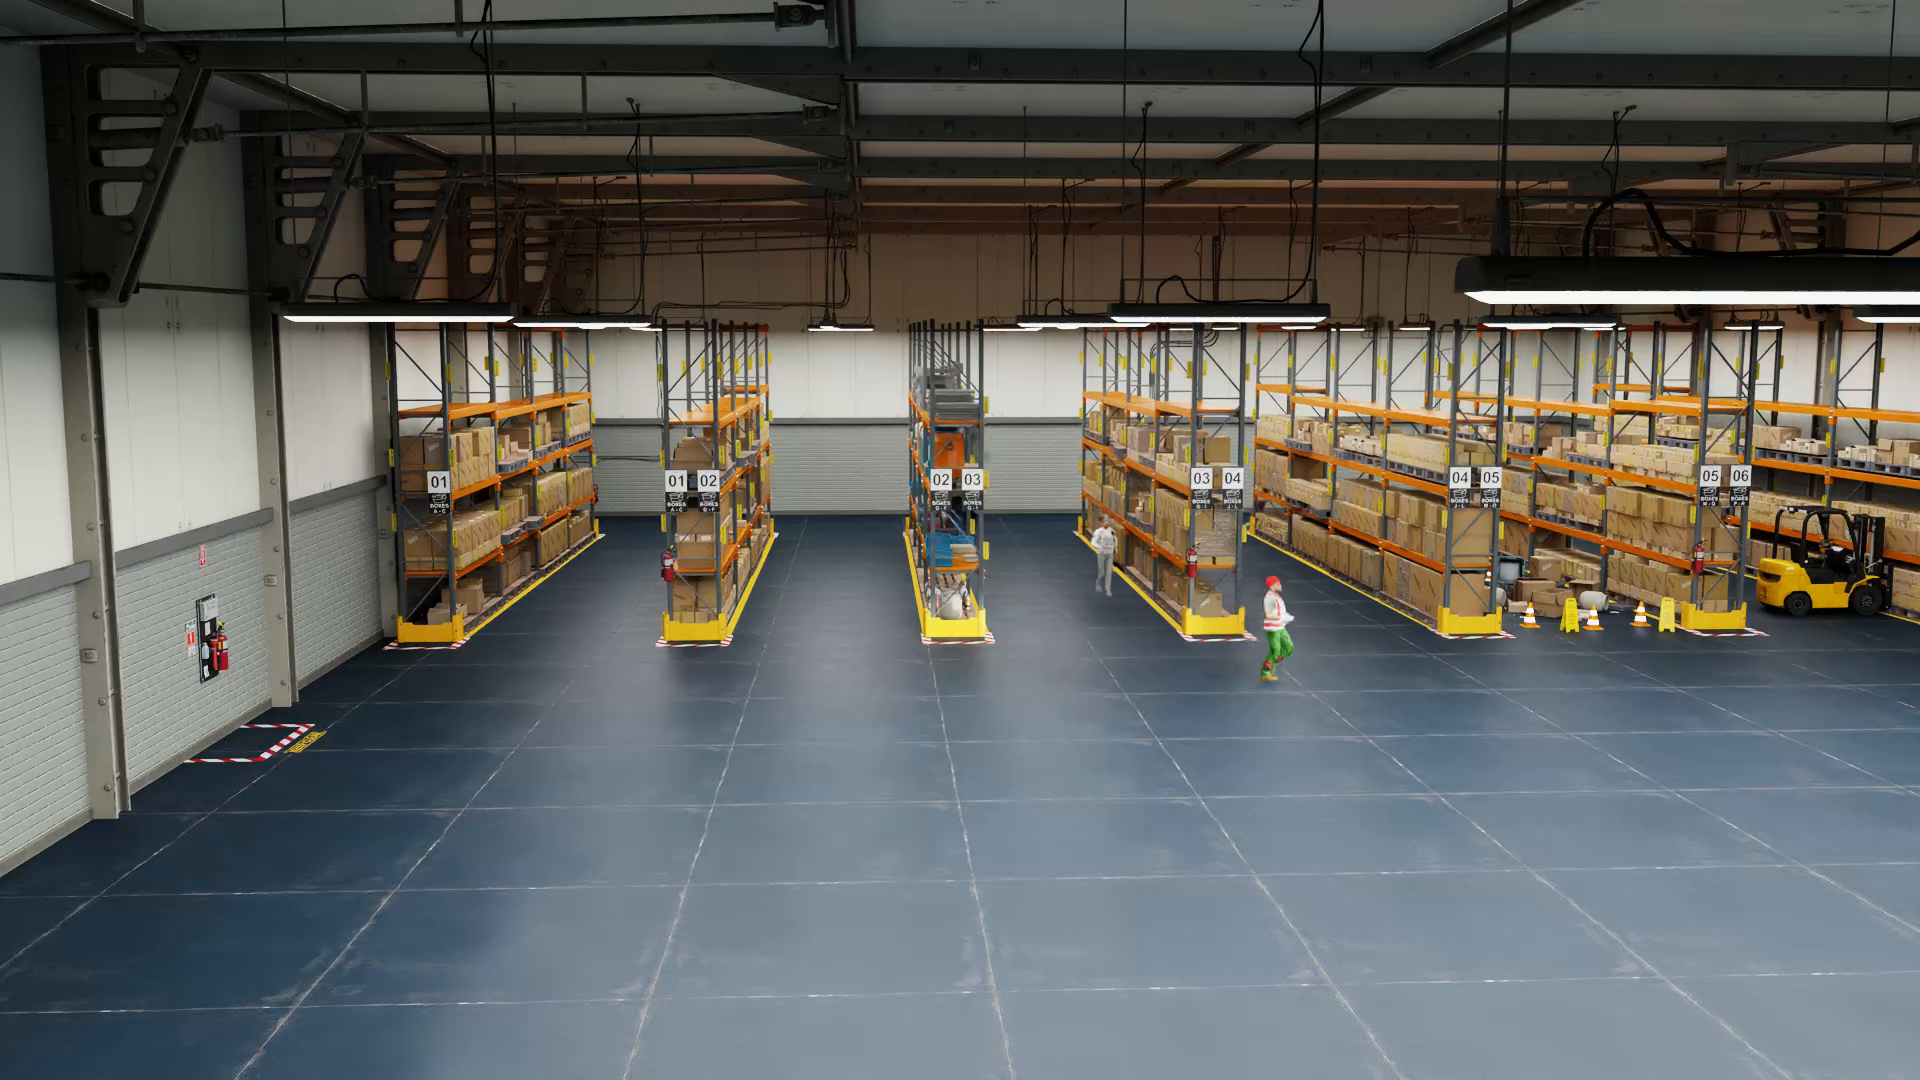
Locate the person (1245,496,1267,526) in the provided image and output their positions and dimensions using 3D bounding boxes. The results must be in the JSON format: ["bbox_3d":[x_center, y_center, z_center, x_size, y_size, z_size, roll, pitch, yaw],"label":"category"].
[{"bbox_3d":[8.850,-1.191,49.259,0.930,1.612,0.624,4,8,28],"label":"person"}]

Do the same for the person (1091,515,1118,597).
[{"bbox_3d":[3.045,0.307,34.638,0.618,1.675,0.803,-2,7,-13],"label":"person"}]

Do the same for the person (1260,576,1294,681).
[{"bbox_3d":[5.248,1.463,27.389,0.604,1.750,0.640,4,8,28],"label":"person"}]
